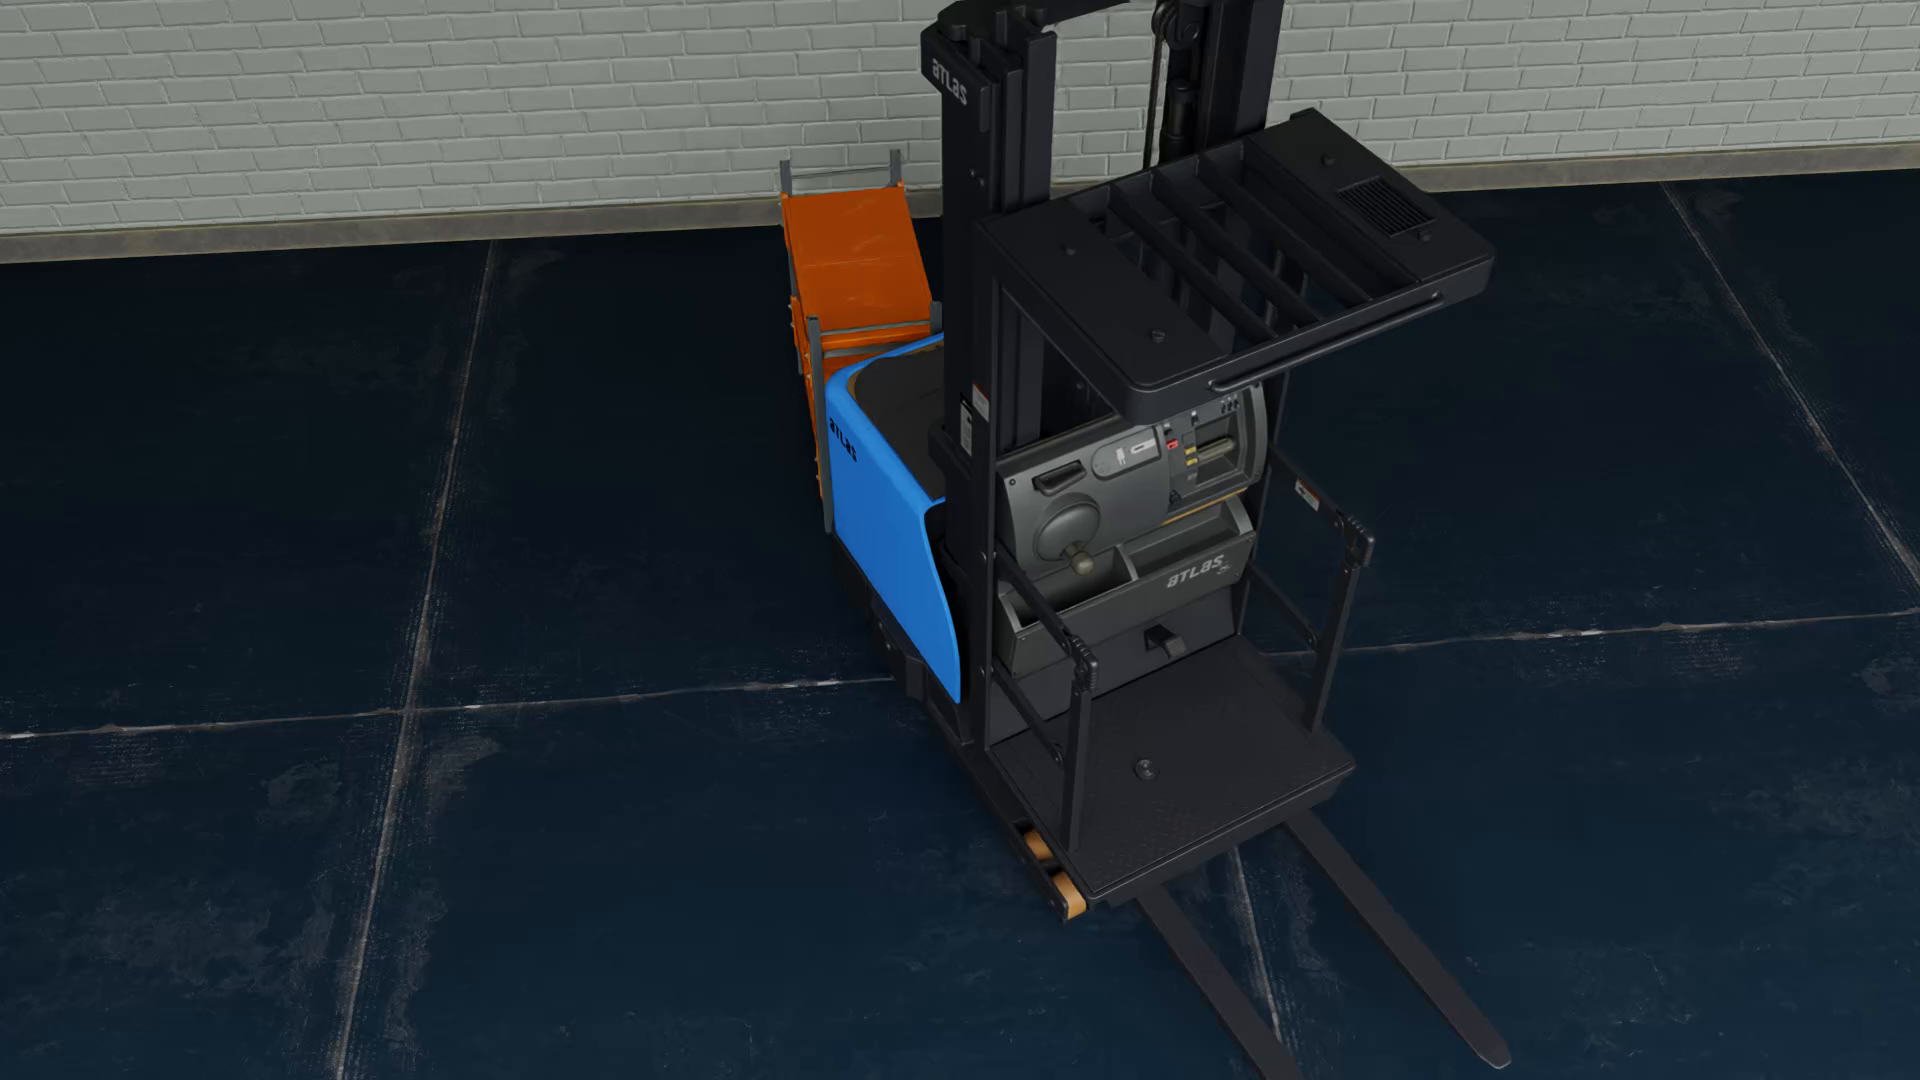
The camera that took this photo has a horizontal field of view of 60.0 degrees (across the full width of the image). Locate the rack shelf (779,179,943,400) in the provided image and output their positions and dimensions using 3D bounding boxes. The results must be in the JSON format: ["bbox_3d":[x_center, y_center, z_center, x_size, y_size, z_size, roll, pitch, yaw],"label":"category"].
[{"bbox_3d":[-0.404,-1.024,6.678,0.538,0.278,1.000,-7,47,-7],"label":"rack shelf"}]

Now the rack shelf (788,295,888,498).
[{"bbox_3d":[-0.404,-0.655,7.068,0.538,0.278,1.000,-7,47,-7],"label":"rack shelf"}]

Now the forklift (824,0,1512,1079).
[{"bbox_3d":[0.655,-0.105,4.967,1.130,2.935,3.031,-22,50,-20],"label":"forklift"}]

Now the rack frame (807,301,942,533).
[{"bbox_3d":[-0.315,-0.459,6.547,0.500,1.125,0.032,-7,47,-7],"label":"rack frame"}]

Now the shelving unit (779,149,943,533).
[{"bbox_3d":[-0.404,-0.823,6.891,0.538,1.125,1.048,-7,47,-7],"label":"shelving unit"}]

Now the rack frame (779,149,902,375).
[{"bbox_3d":[-0.492,-1.186,7.235,0.500,1.125,0.032,-7,47,-7],"label":"rack frame"}]
